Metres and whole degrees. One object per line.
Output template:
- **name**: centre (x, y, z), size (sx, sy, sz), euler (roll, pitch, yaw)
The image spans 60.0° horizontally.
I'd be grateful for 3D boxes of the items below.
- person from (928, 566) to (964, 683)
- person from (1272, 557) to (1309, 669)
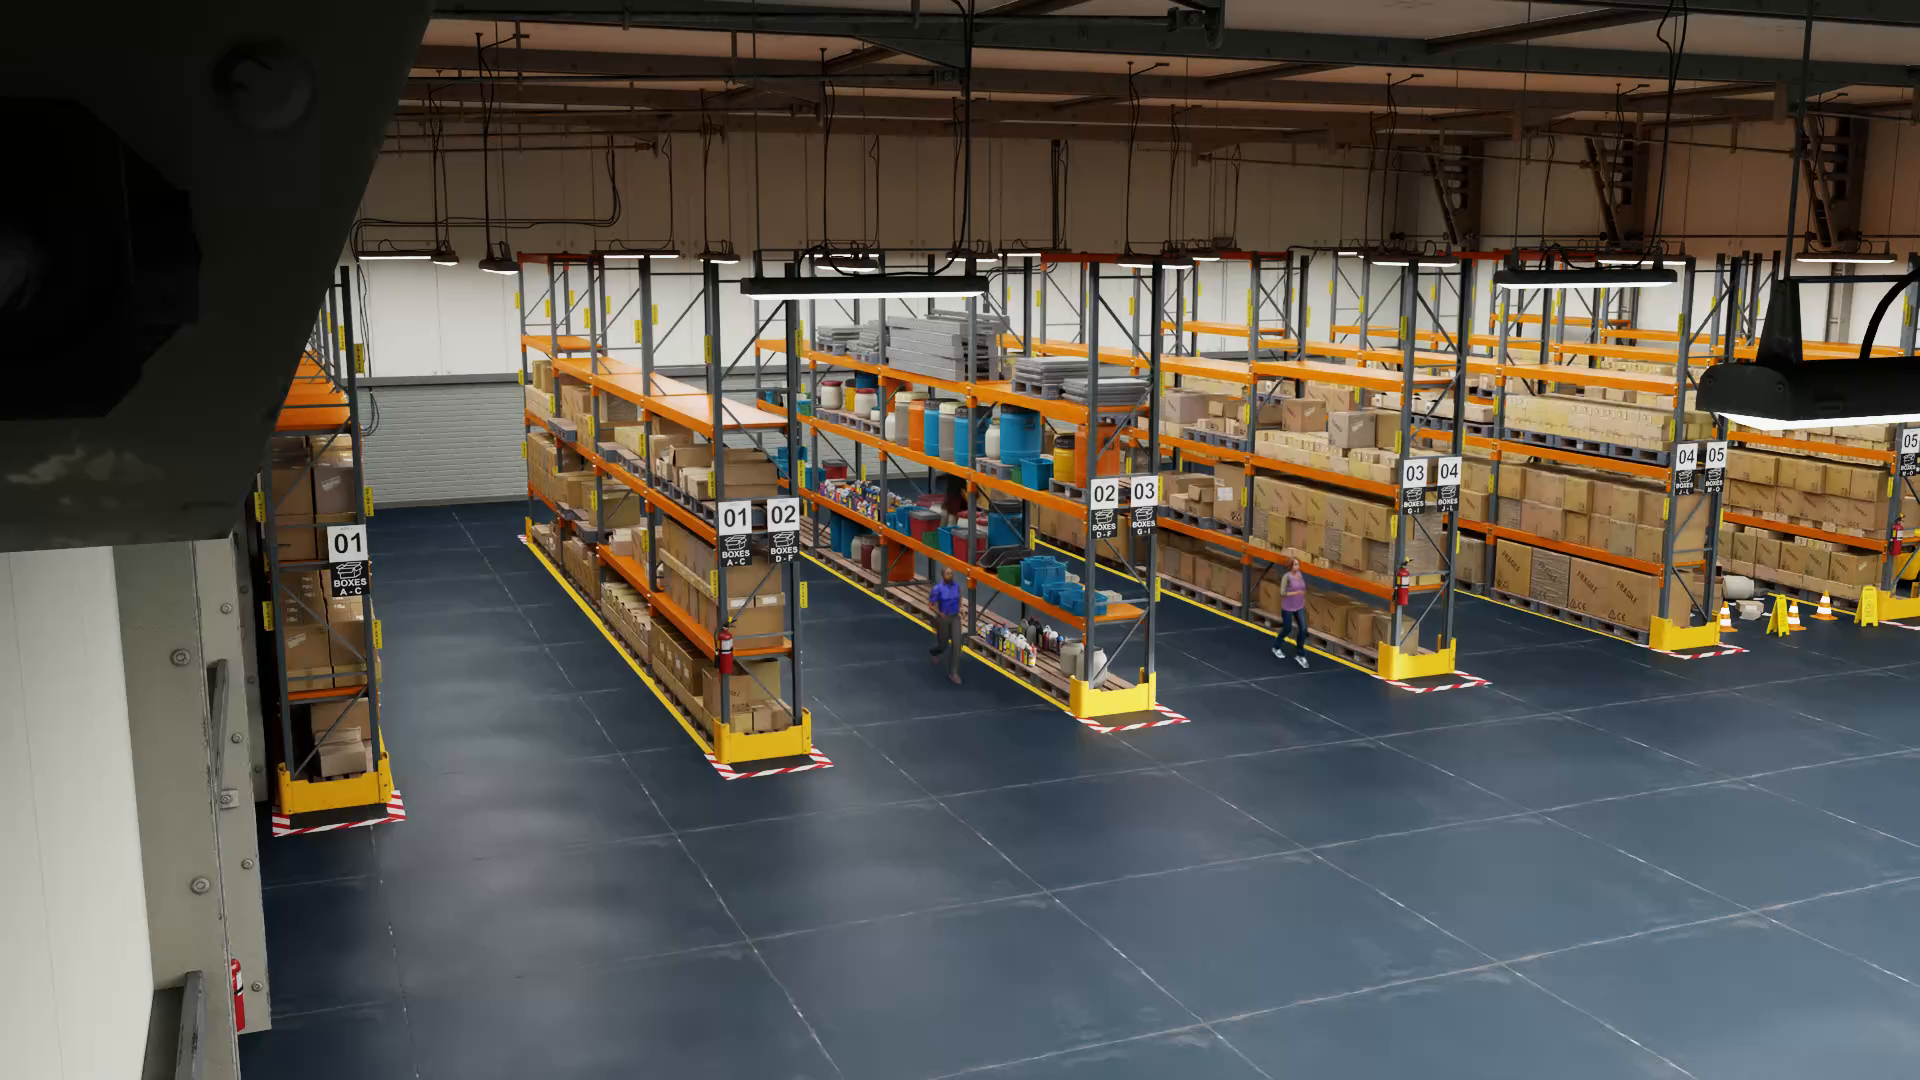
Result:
- **person**: centre (-0.188, 1.177, 23.907), size (0.585, 1.647, 0.834), euler (-5, 11, -24)
- **person**: centre (4.941, 1.051, 24.775), size (0.523, 1.634, 0.709), euler (-5, 12, -27)
